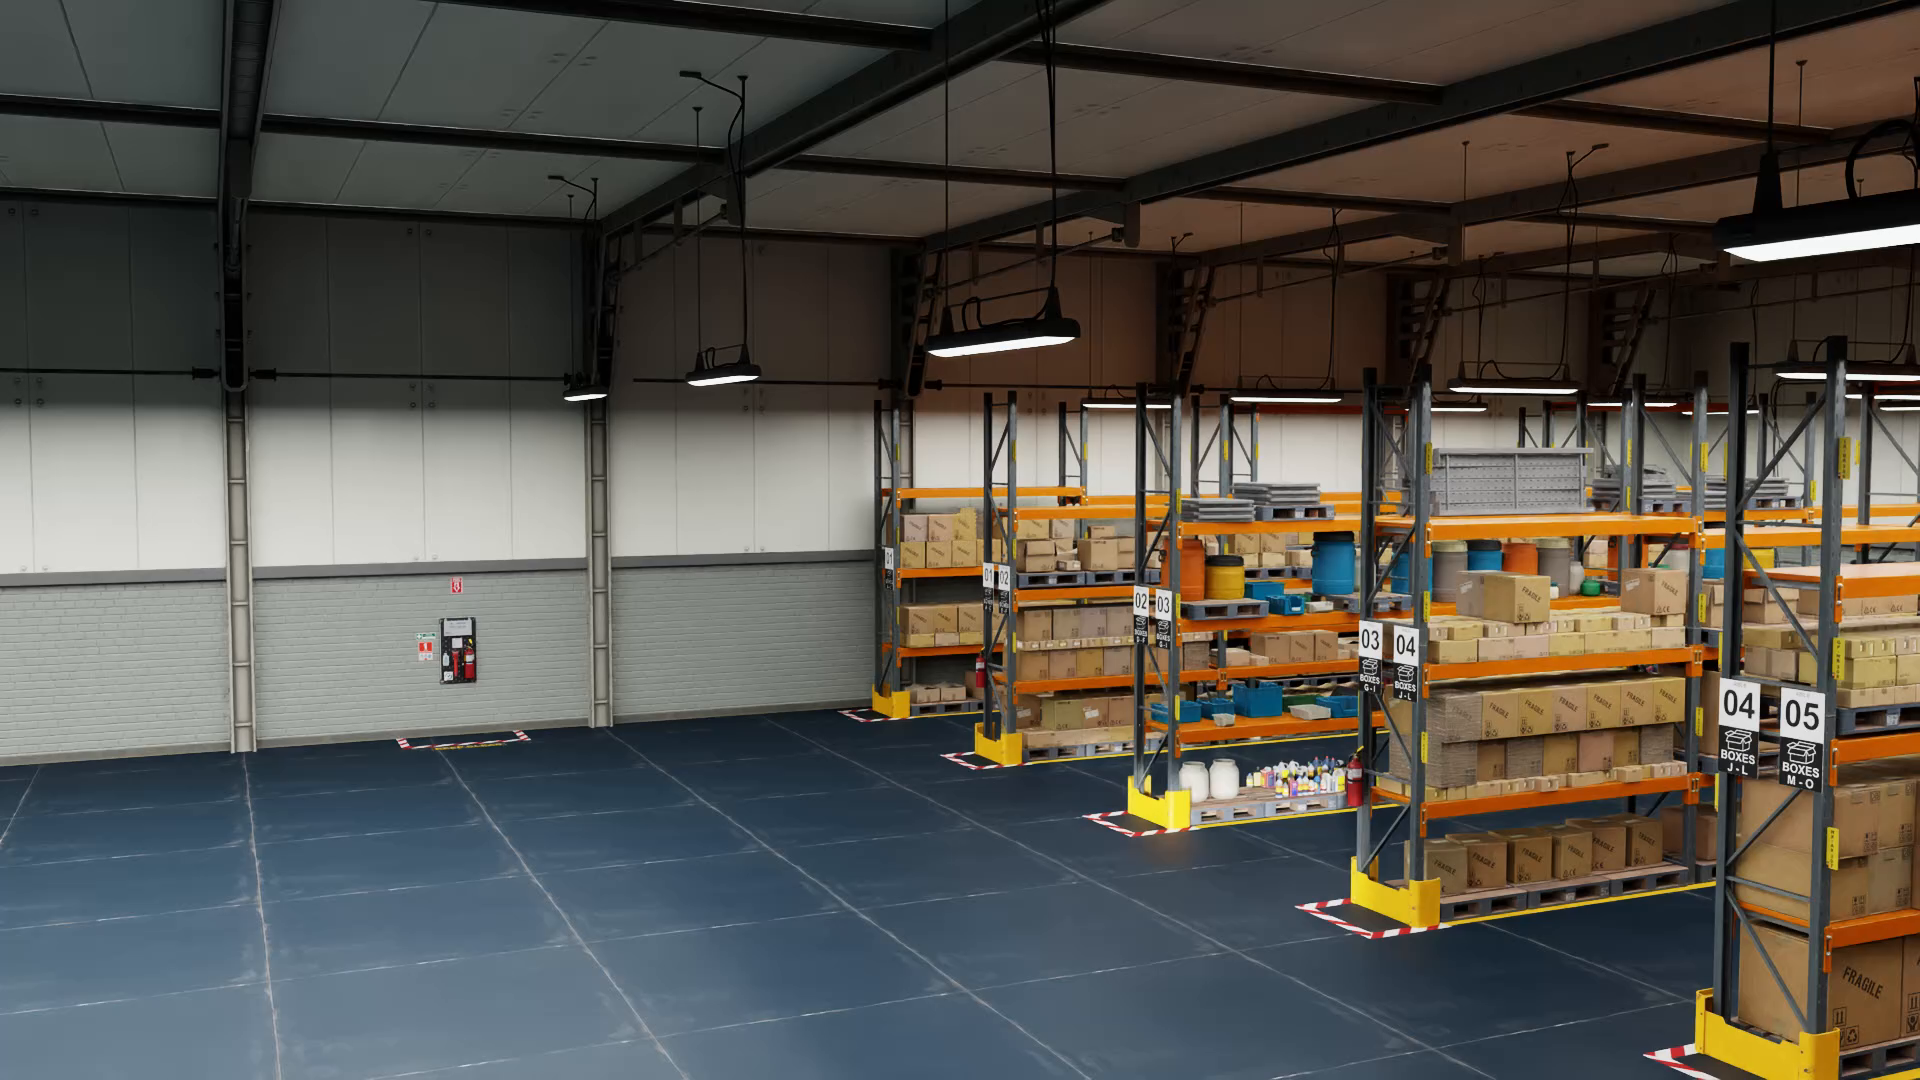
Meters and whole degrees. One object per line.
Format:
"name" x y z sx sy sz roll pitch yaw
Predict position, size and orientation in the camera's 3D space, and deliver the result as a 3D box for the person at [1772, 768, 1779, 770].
"person" 9.121 3.268 18.409 1.007 1.612 0.586 -1 4 -19
